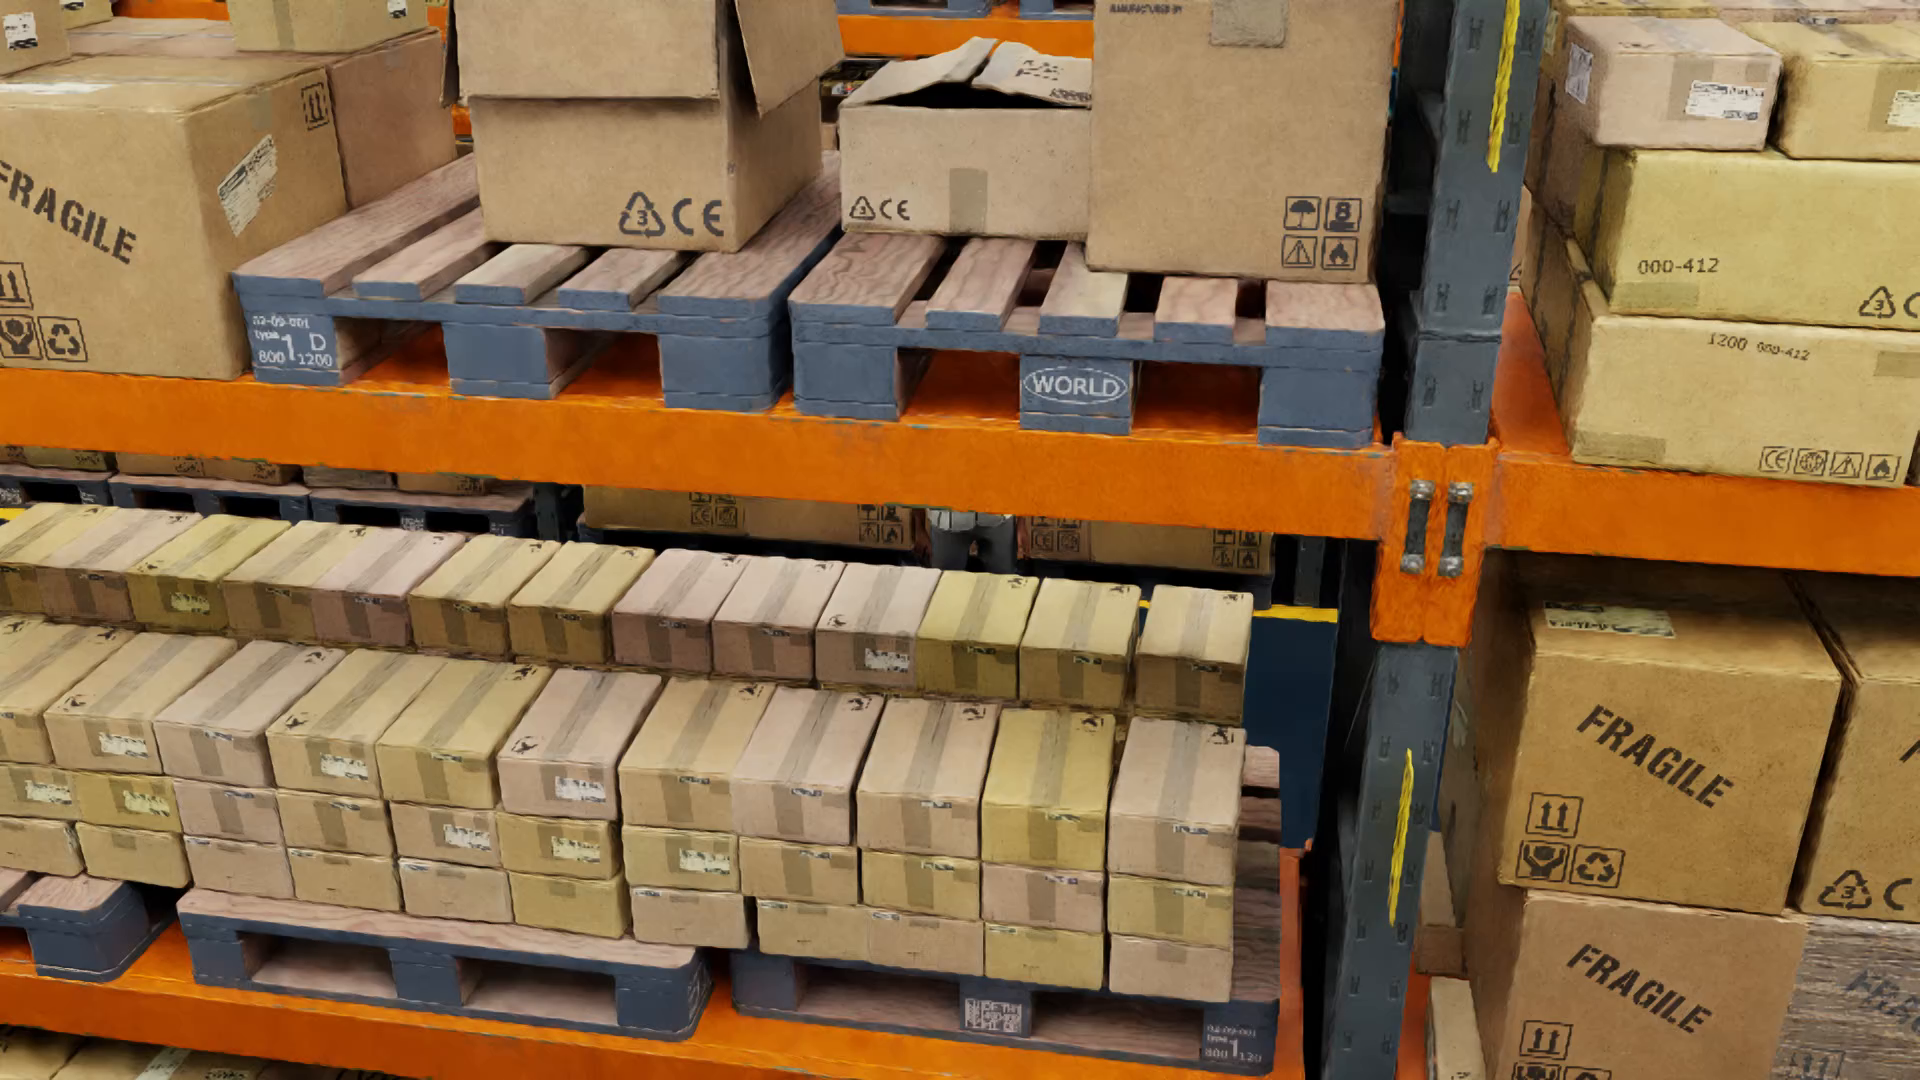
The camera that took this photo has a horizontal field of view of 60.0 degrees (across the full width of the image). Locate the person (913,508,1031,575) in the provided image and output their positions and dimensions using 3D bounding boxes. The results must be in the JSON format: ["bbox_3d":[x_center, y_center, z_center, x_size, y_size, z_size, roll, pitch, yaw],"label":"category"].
[{"bbox_3d":[0.048,-0.061,7.167,0.502,1.691,0.364,-3,25,-7],"label":"person"}]
